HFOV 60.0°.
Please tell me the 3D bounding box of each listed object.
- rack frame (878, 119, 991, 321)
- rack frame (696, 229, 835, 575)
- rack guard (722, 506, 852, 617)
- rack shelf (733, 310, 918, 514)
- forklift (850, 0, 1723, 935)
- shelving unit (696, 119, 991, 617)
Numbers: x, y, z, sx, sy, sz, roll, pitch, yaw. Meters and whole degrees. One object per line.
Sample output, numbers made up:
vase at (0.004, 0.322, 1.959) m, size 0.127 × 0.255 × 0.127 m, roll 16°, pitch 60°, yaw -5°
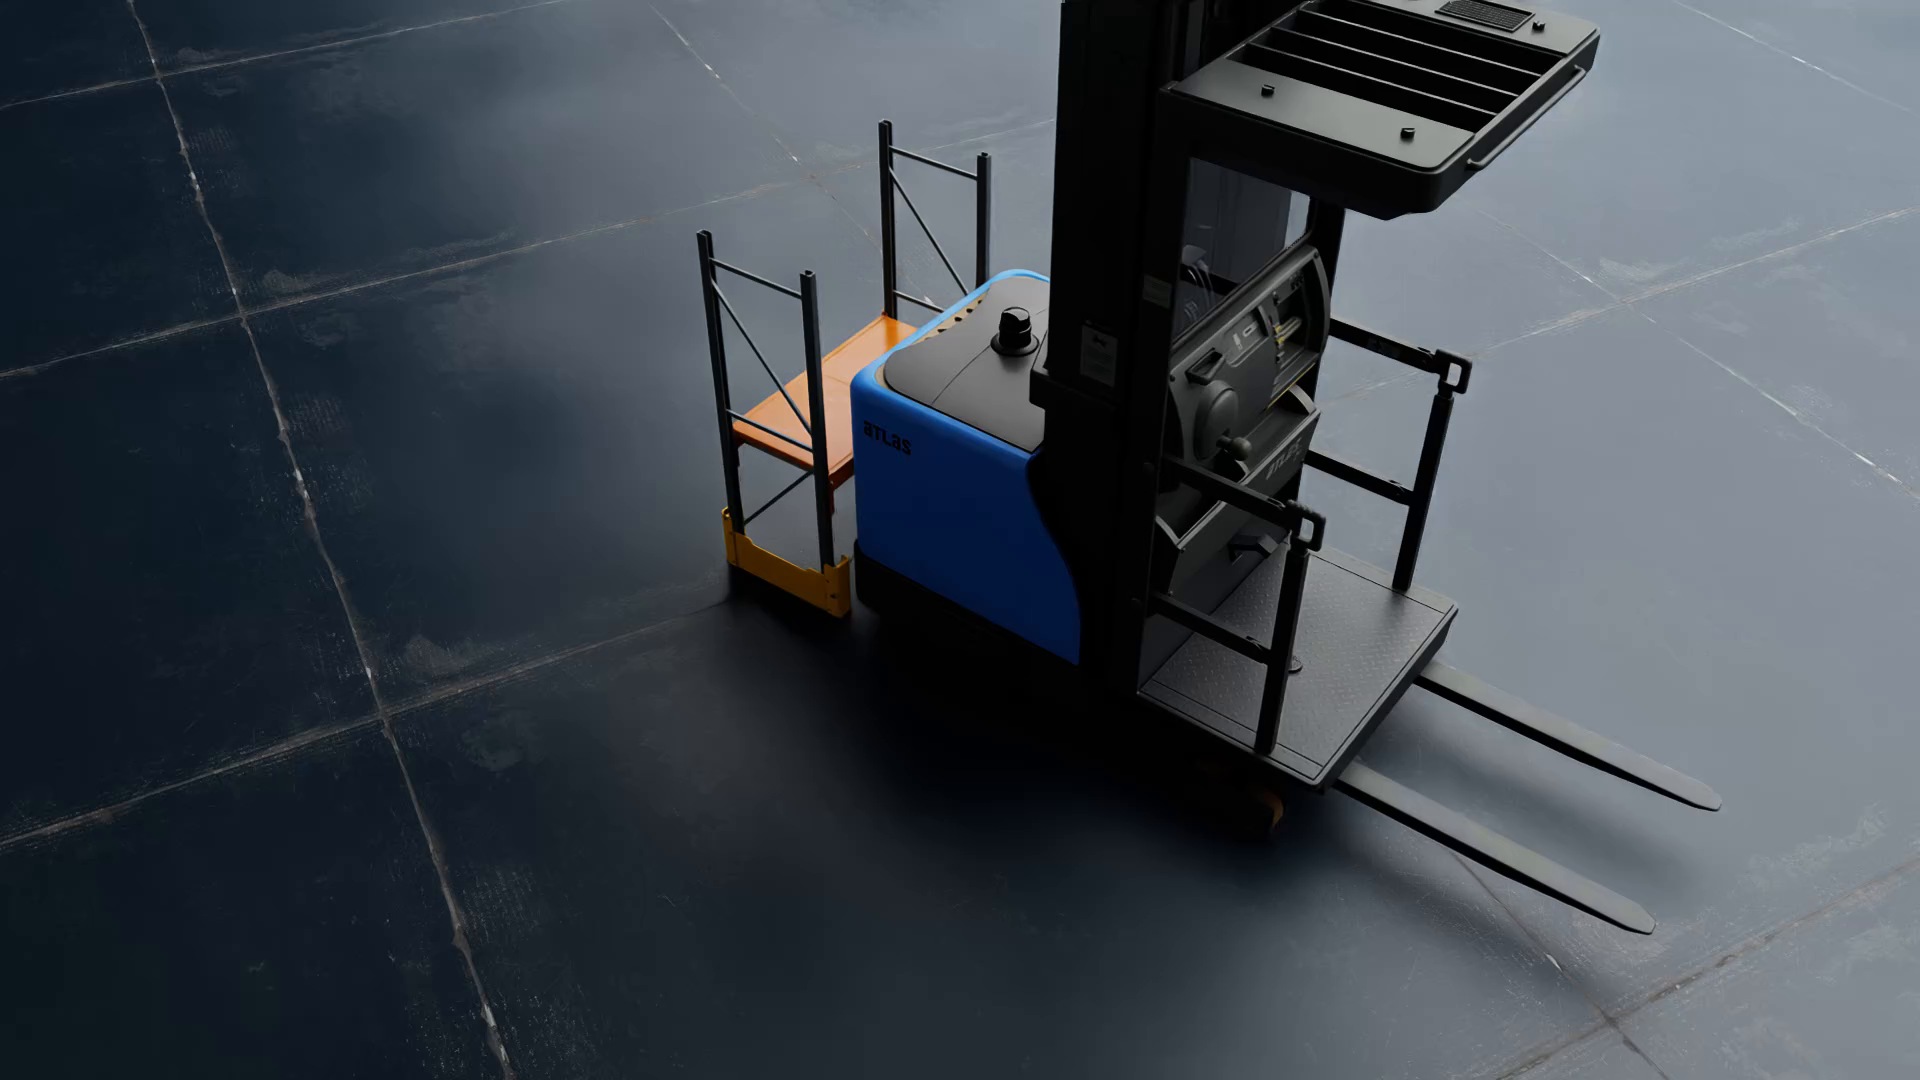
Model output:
rack frame at (-0.097, -0.926, 6.684) m, size 0.500 × 1.500 × 0.032 m, roll 25°, pitch 46°, yaw 26°
rack frame at (-0.687, -0.391, 6.051) m, size 0.500 × 1.500 × 0.032 m, roll 25°, pitch 46°, yaw 26°
rack guard at (-0.675, 0.076, 6.467) m, size 0.587 × 0.250 × 0.087 m, roll 25°, pitch 46°, yaw 26°
rack shelf at (-0.392, -0.521, 6.484) m, size 0.538 × 0.185 × 1.000 m, roll 25°, pitch 46°, yaw 26°
forklift at (1.079, -0.527, 5.104) m, size 3.031 × 2.935 × 1.130 m, roll 26°, pitch 47°, yaw 28°
shelving unit at (-0.387, -0.664, 6.373) m, size 0.587 × 1.500 × 1.083 m, roll 25°, pitch 46°, yaw 26°
